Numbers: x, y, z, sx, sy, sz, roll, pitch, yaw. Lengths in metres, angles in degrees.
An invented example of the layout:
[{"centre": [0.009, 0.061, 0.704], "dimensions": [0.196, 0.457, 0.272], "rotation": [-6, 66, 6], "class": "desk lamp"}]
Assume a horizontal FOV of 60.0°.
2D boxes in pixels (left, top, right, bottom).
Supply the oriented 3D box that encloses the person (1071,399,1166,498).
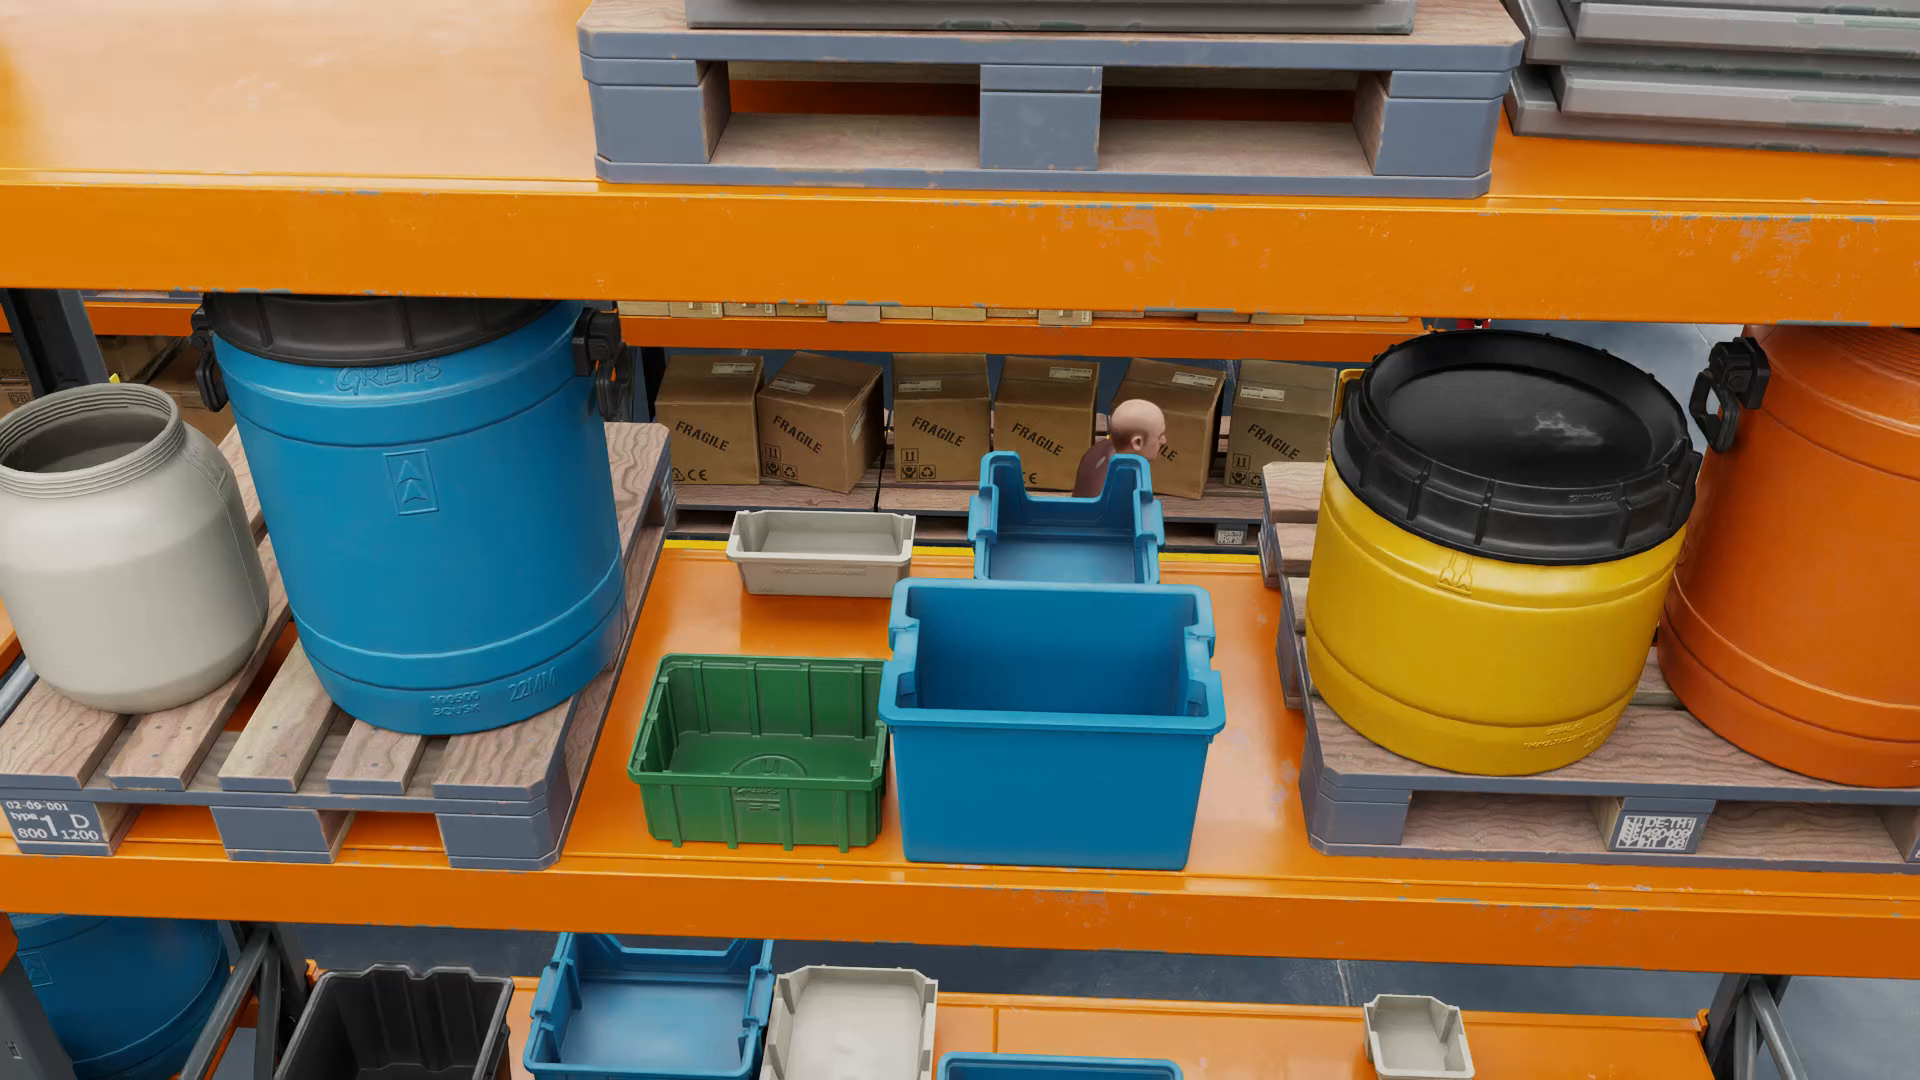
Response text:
[{"centre": [0.634, 0.213, 6.832], "dimensions": [0.429, 1.772, 0.648], "rotation": [-1, 35, -1], "class": "person"}]
